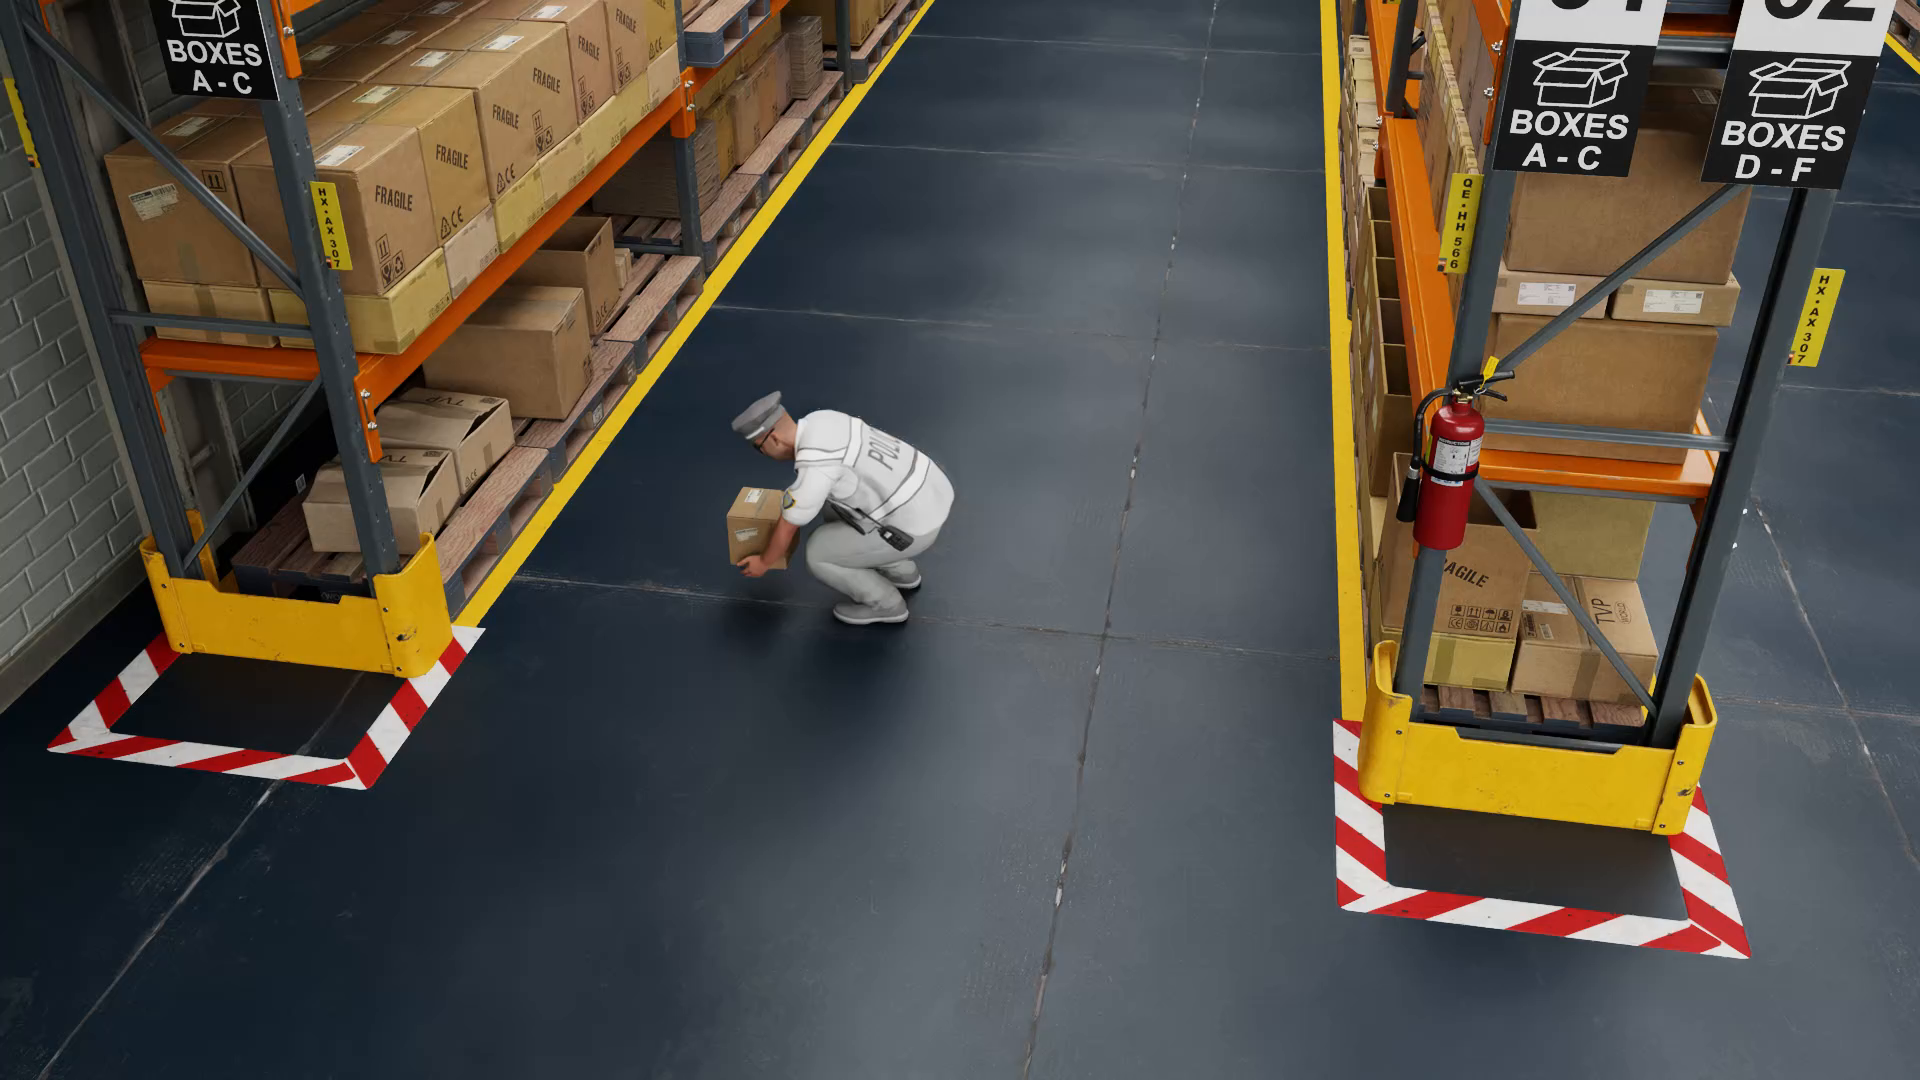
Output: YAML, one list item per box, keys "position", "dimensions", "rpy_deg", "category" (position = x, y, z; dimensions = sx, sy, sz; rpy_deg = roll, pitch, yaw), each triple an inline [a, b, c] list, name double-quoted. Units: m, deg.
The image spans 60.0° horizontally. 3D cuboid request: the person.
- position: [-0.494, -0.156, 7.081]
  dimensions: [0.914, 1.012, 0.558]
  rpy_deg: [5, 33, 8]
  category: "person"
